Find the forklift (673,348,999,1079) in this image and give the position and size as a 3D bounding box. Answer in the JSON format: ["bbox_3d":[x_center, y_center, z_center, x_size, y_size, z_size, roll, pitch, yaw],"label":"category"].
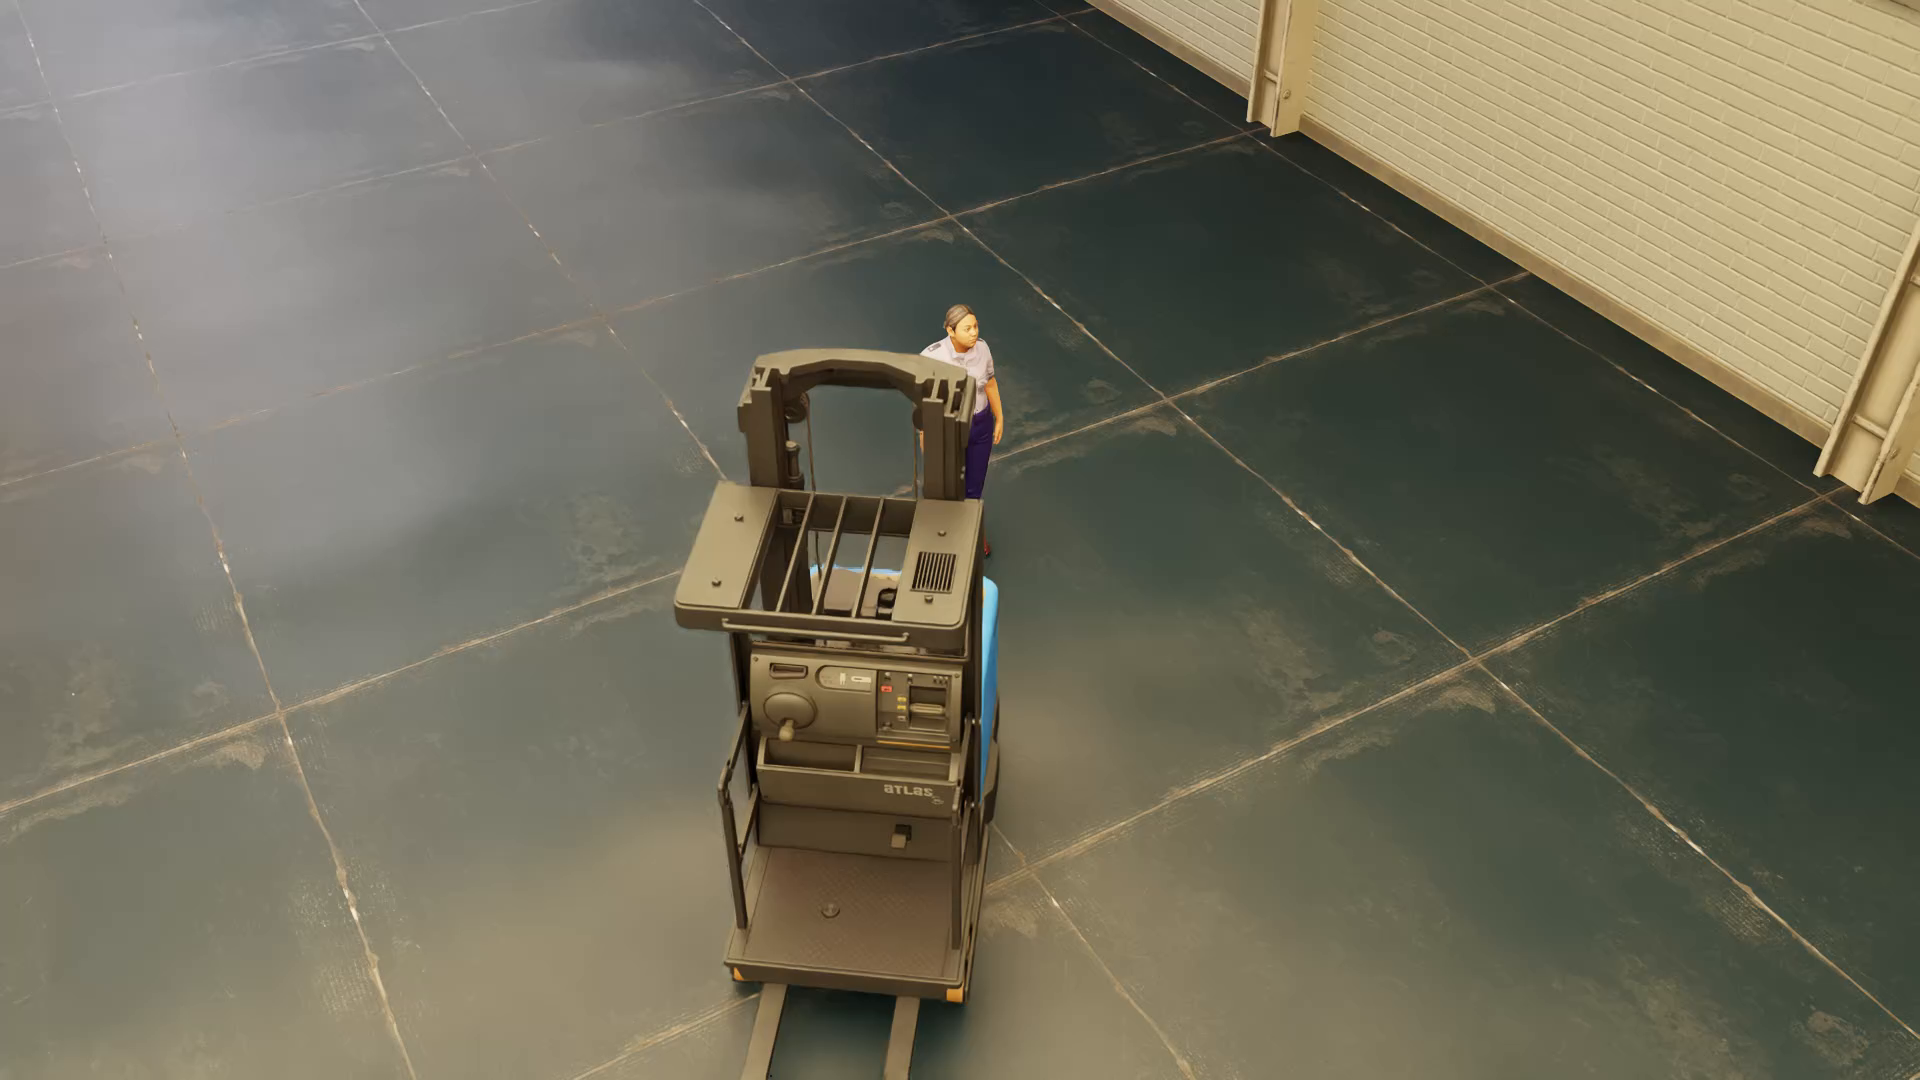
[{"bbox_3d":[-0.477,0.783,7.092,1.130,2.935,3.031,4,40,5],"label":"forklift"}]

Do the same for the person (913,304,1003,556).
[{"bbox_3d":[0.025,-0.582,9.733,0.598,1.651,0.502,-20,44,-23],"label":"person"}]
